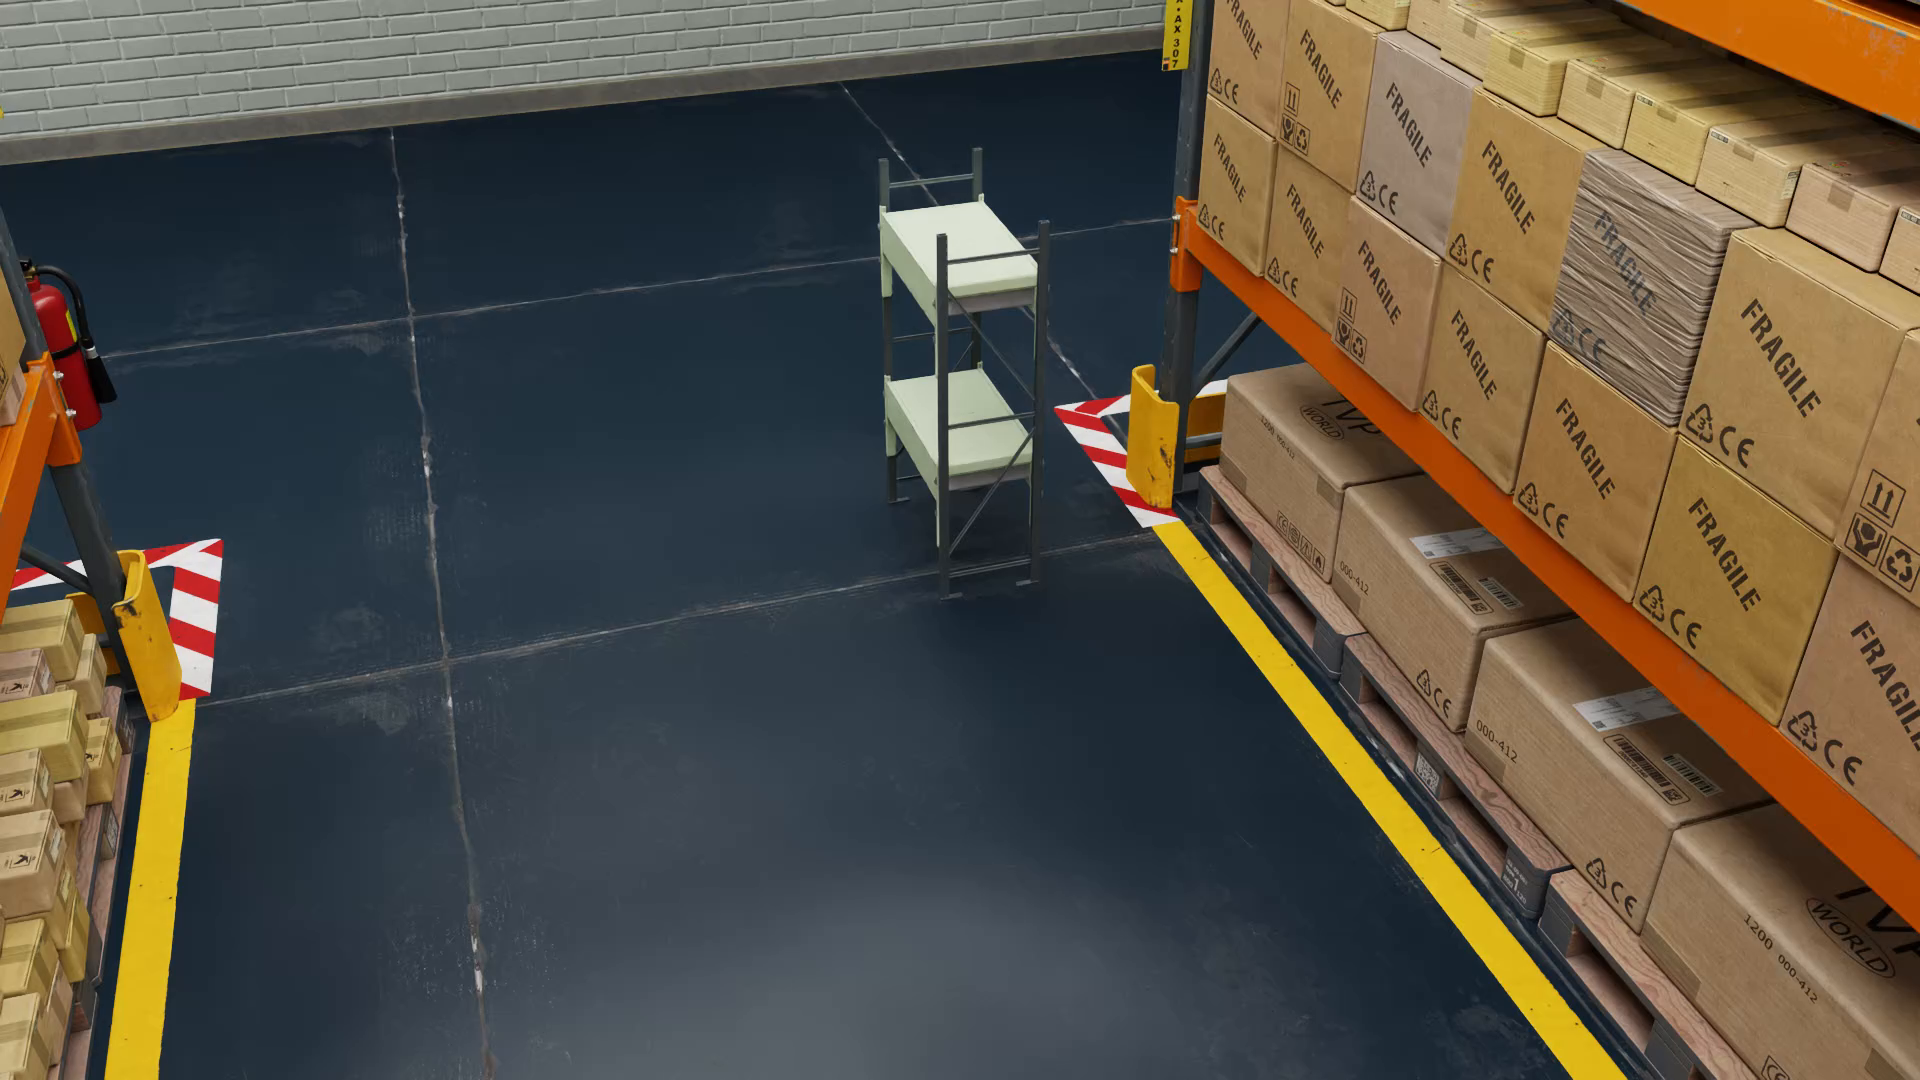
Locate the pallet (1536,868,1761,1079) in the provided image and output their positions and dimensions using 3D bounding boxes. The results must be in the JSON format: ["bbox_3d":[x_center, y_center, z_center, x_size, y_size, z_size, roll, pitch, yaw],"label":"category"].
[{"bbox_3d":[2.376,1.304,4.585,1.003,0.211,1.213,-10,35,-15],"label":"pallet"}]

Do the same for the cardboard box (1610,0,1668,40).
[{"bbox_3d":[2.055,-1.461,4.654,0.380,0.149,0.250,-9,35,-14],"label":"cardboard box"}]

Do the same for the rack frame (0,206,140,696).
[{"bbox_3d":[-3.370,-0.661,5.030,1.000,3.000,0.127,-10,35,-15],"label":"rack frame"}]

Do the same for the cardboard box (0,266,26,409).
[{"bbox_3d":[-2.988,-0.635,4.629,0.500,0.500,0.500,-9,35,-14],"label":"cardboard box"}]

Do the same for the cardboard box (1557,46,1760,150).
[{"bbox_3d":[1.718,-1.093,4.097,0.380,0.149,0.250,-10,35,-15],"label":"cardboard box"}]

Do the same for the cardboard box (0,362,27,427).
[{"bbox_3d":[-3.001,-0.433,4.912,0.380,0.149,0.250,-10,35,-15],"label":"cardboard box"}]

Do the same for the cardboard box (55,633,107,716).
[{"bbox_3d":[-2.937,0.458,5.271,0.380,0.149,0.250,-11,35,-16],"label":"cardboard box"}]

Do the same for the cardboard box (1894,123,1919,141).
[{"bbox_3d":[2.402,-0.930,3.850,0.380,0.149,0.250,-11,35,-16],"label":"cardboard box"}]

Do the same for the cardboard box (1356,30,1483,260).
[{"bbox_3d":[1.517,-1.167,4.797,0.500,0.500,0.500,-10,35,-15],"label":"cardboard box"}]

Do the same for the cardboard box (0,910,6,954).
[{"bbox_3d":[-2.617,1.031,4.134,0.380,0.149,0.250,-11,35,-16],"label":"cardboard box"}]

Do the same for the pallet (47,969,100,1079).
[{"bbox_3d":[-2.764,1.614,4.116,1.003,0.211,1.213,-10,35,-15],"label":"pallet"}]

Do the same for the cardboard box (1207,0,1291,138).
[{"bbox_3d":[1.189,-1.706,5.613,0.500,0.500,0.500,-11,35,-16],"label":"cardboard box"}]

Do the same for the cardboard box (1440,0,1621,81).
[{"bbox_3d":[1.540,-1.360,4.501,0.380,0.149,0.250,-10,35,-14],"label":"cardboard box"}]

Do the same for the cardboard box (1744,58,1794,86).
[{"bbox_3d":[2.238,-1.188,4.242,0.380,0.149,0.250,-10,35,-15],"label":"cardboard box"}]

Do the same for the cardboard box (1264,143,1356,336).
[{"bbox_3d":[1.367,-1.027,5.493,0.500,0.500,0.500,-10,35,-15],"label":"cardboard box"}]

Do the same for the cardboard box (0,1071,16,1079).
[{"bbox_3d":[-2.384,1.411,3.828,0.380,0.149,0.250,-10,35,-15],"label":"cardboard box"}]

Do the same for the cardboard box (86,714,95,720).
[{"bbox_3d":[-3.011,0.594,5.335,0.380,0.149,0.250,-9,35,-14],"label":"cardboard box"}]

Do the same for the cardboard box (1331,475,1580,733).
[{"bbox_3d":[1.897,0.156,5.737,0.875,0.438,0.875,-9,35,-13],"label":"cardboard box"}]

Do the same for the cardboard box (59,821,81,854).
[{"bbox_3d":[-2.837,0.865,4.925,0.380,0.149,0.250,-10,35,-15],"label":"cardboard box"}]

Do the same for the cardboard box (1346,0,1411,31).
[{"bbox_3d":[1.374,-1.627,4.905,0.380,0.149,0.250,-11,35,-16],"label":"cardboard box"}]

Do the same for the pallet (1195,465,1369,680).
[{"bbox_3d":[1.632,0.023,6.523,1.003,0.211,1.213,-10,35,-15],"label":"pallet"}]

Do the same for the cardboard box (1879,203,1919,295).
[{"bbox_3d":[2.093,-0.574,3.311,0.380,0.149,0.250,-10,35,-15],"label":"cardboard box"}]

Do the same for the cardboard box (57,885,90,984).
[{"bbox_3d":[-2.612,1.116,4.545,0.380,0.149,0.250,-12,35,-17],"label":"cardboard box"}]

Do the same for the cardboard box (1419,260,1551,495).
[{"bbox_3d":[1.674,-0.497,4.691,0.500,0.500,0.500,-9,34,-13],"label":"cardboard box"}]

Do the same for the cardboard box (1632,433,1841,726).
[{"bbox_3d":[1.987,0.042,3.875,0.500,0.500,0.500,-11,35,-16],"label":"cardboard box"}]

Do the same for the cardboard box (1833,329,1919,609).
[{"bbox_3d":[2.127,-0.107,3.193,0.500,0.500,0.500,-10,35,-15],"label":"cardboard box"}]

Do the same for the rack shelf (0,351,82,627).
[{"bbox_3d":[-2.760,0.689,3.639,1.077,0.370,4.000,-10,35,-15],"label":"rack shelf"}]

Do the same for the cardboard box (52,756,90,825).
[{"bbox_3d":[-2.777,0.730,4.859,0.380,0.149,0.250,-11,35,-17],"label":"cardboard box"}]

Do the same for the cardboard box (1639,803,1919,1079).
[{"bbox_3d":[2.444,1.099,4.309,0.875,0.438,0.875,-11,35,-15],"label":"cardboard box"}]

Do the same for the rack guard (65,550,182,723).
[{"bbox_3d":[-3.347,0.421,5.659,1.175,0.500,0.348,-10,35,-15],"label":"rack guard"}]

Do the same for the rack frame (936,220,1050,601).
[{"bbox_3d":[0.114,-0.430,6.040,0.400,1.500,0.023,-10,35,-15],"label":"rack frame"}]

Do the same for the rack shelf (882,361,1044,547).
[{"bbox_3d":[0.002,-0.350,6.511,0.431,0.370,0.720,-10,35,-15],"label":"rack shelf"}]

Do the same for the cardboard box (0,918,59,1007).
[{"bbox_3d":[-2.546,1.138,4.242,0.380,0.149,0.250,-8,34,-12],"label":"cardboard box"}]

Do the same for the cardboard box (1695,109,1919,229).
[{"bbox_3d":[1.888,-0.829,3.698,0.380,0.149,0.250,-10,35,-15],"label":"cardboard box"}]

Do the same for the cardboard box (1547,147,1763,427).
[{"bbox_3d":[1.816,-0.640,4.001,0.500,0.500,0.500,-10,35,-14],"label":"cardboard box"}]

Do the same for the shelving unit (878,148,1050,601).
[{"bbox_3d":[0.002,-0.622,6.331,0.431,1.500,0.755,-10,35,-15],"label":"shelving unit"}]

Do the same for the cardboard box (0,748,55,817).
[{"bbox_3d":[-2.726,0.743,4.570,0.380,0.149,0.250,-11,35,-17],"label":"cardboard box"}]

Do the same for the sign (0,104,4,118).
[{"bbox_3d":[-2.835,-1.359,4.749,0.100,0.325,0.005,-10,35,-15],"label":"sign"}]

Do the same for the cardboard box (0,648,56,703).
[{"bbox_3d":[-2.945,0.482,4.966,0.380,0.149,0.250,-9,35,-14],"label":"cardboard box"}]
